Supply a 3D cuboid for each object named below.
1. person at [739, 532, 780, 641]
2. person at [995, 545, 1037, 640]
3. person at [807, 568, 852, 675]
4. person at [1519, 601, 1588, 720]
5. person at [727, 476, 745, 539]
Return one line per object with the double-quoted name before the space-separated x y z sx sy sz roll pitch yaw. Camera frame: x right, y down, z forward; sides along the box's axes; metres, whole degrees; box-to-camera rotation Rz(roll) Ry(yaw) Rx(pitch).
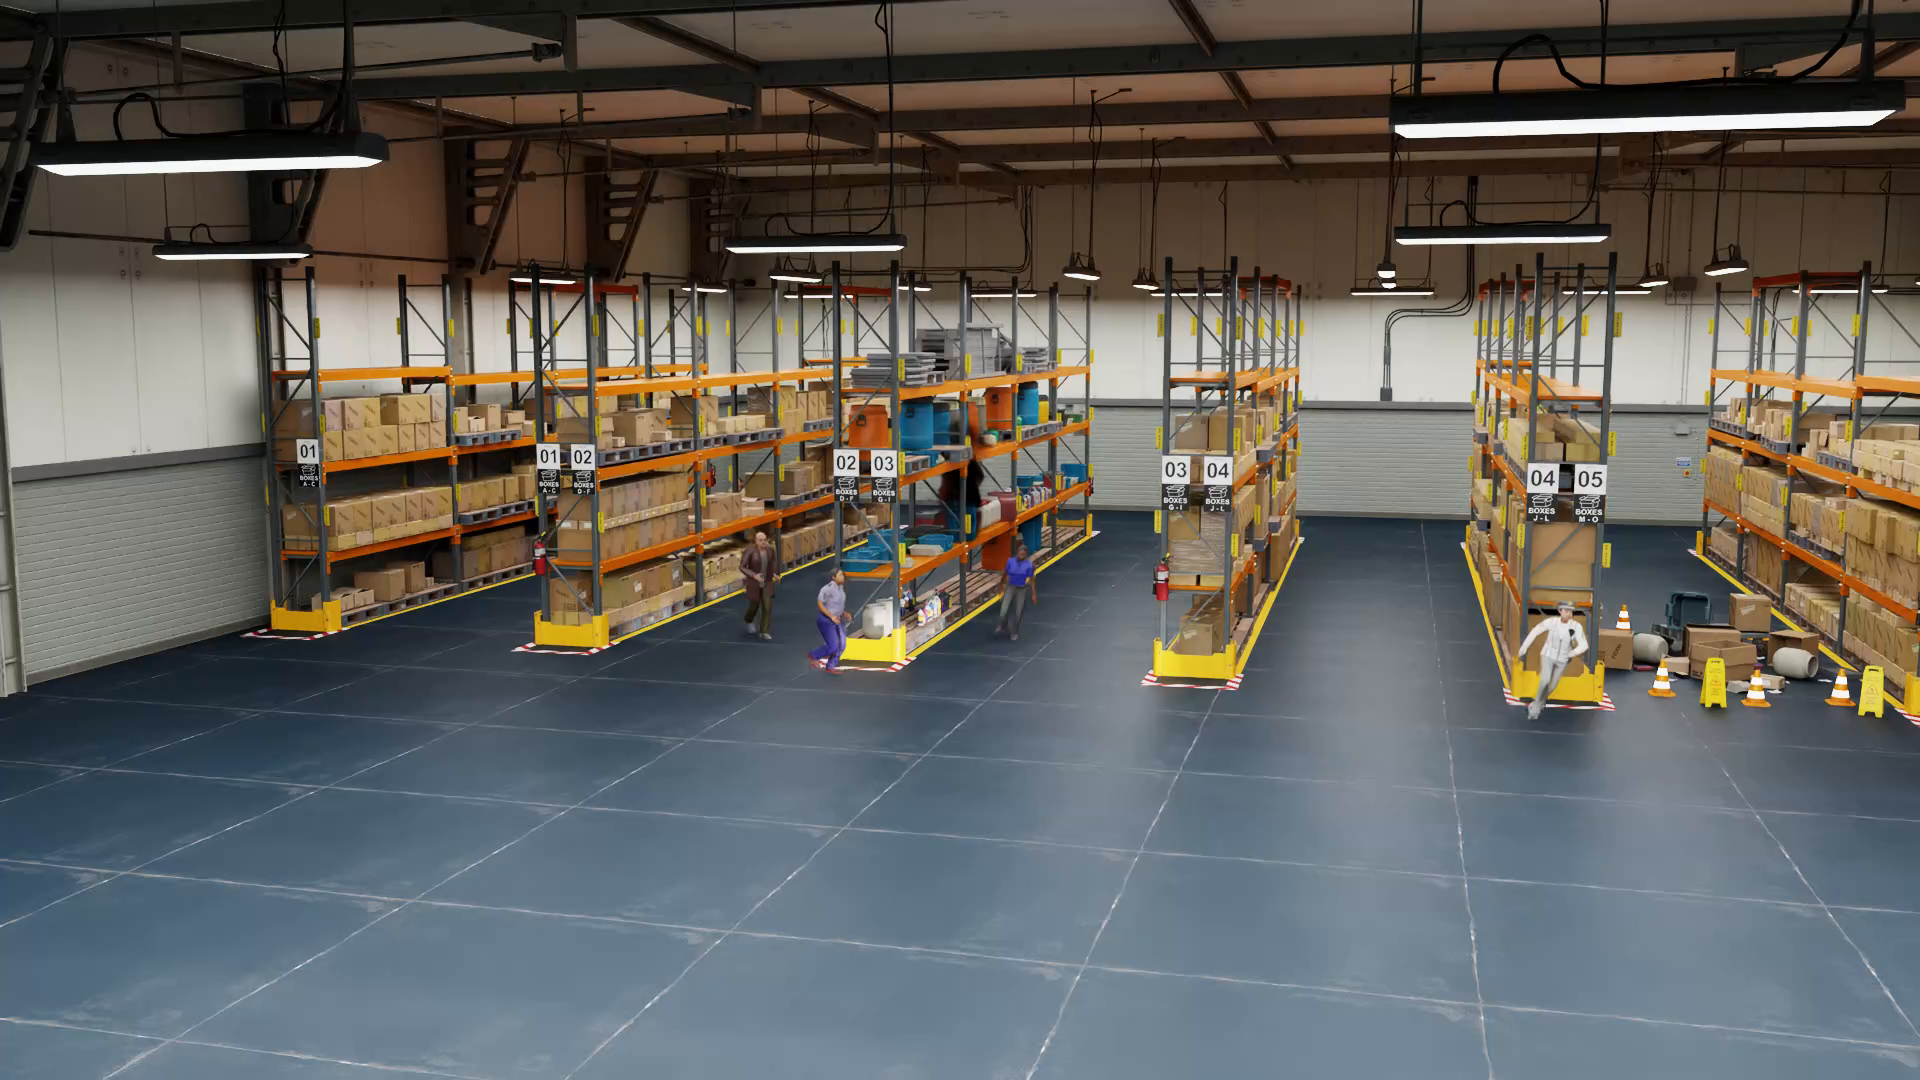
"person" -3.299 0.719 27.032 0.694 1.743 0.960 -3 8 -24
"person" 0.897 0.834 26.720 0.712 1.571 0.601 1 7 7
"person" -1.927 1.175 24.144 0.588 1.581 0.606 4 8 27
"person" 7.607 1.544 21.248 0.764 1.596 0.651 0 7 4
"person" -5.065 -0.603 37.686 0.563 1.688 0.689 1 7 8
